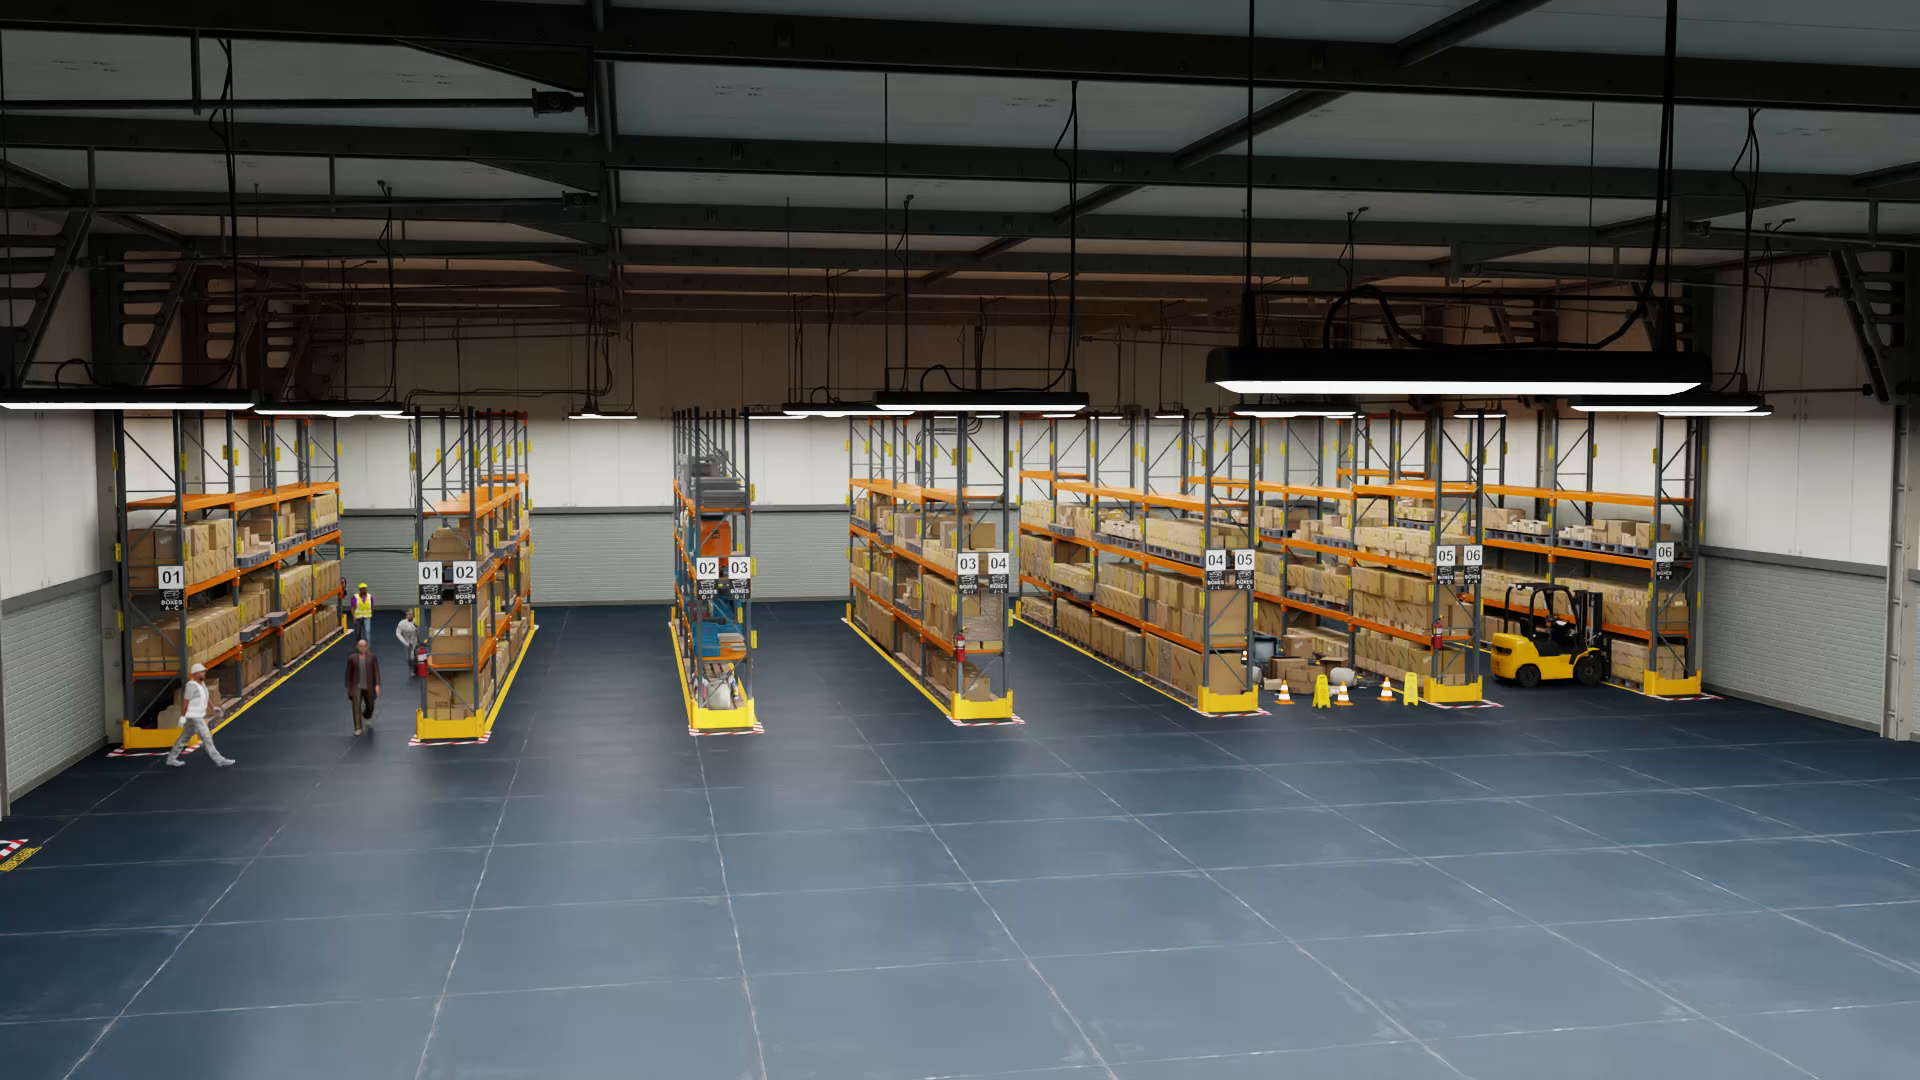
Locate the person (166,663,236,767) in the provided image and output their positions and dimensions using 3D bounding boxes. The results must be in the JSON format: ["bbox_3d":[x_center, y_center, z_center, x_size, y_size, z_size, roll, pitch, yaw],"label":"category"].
[{"bbox_3d":[-12.551,2.890,27.437,1.120,1.712,0.591,-1,4,-8],"label":"person"}]

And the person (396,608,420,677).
[{"bbox_3d":[-12.264,2.287,37.138,0.575,1.594,0.651,0,4,-6],"label":"person"}]

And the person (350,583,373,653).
[{"bbox_3d":[-14.807,1.921,41.182,0.530,1.728,1.036,-2,4,-21],"label":"person"}]

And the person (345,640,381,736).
[{"bbox_3d":[-10.999,2.683,30.612,0.607,1.720,1.124,-2,5,-28],"label":"person"}]

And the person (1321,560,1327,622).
[{"bbox_3d":[10.340,1.464,47.435,0.453,1.774,0.571,3,5,36],"label":"person"}]
